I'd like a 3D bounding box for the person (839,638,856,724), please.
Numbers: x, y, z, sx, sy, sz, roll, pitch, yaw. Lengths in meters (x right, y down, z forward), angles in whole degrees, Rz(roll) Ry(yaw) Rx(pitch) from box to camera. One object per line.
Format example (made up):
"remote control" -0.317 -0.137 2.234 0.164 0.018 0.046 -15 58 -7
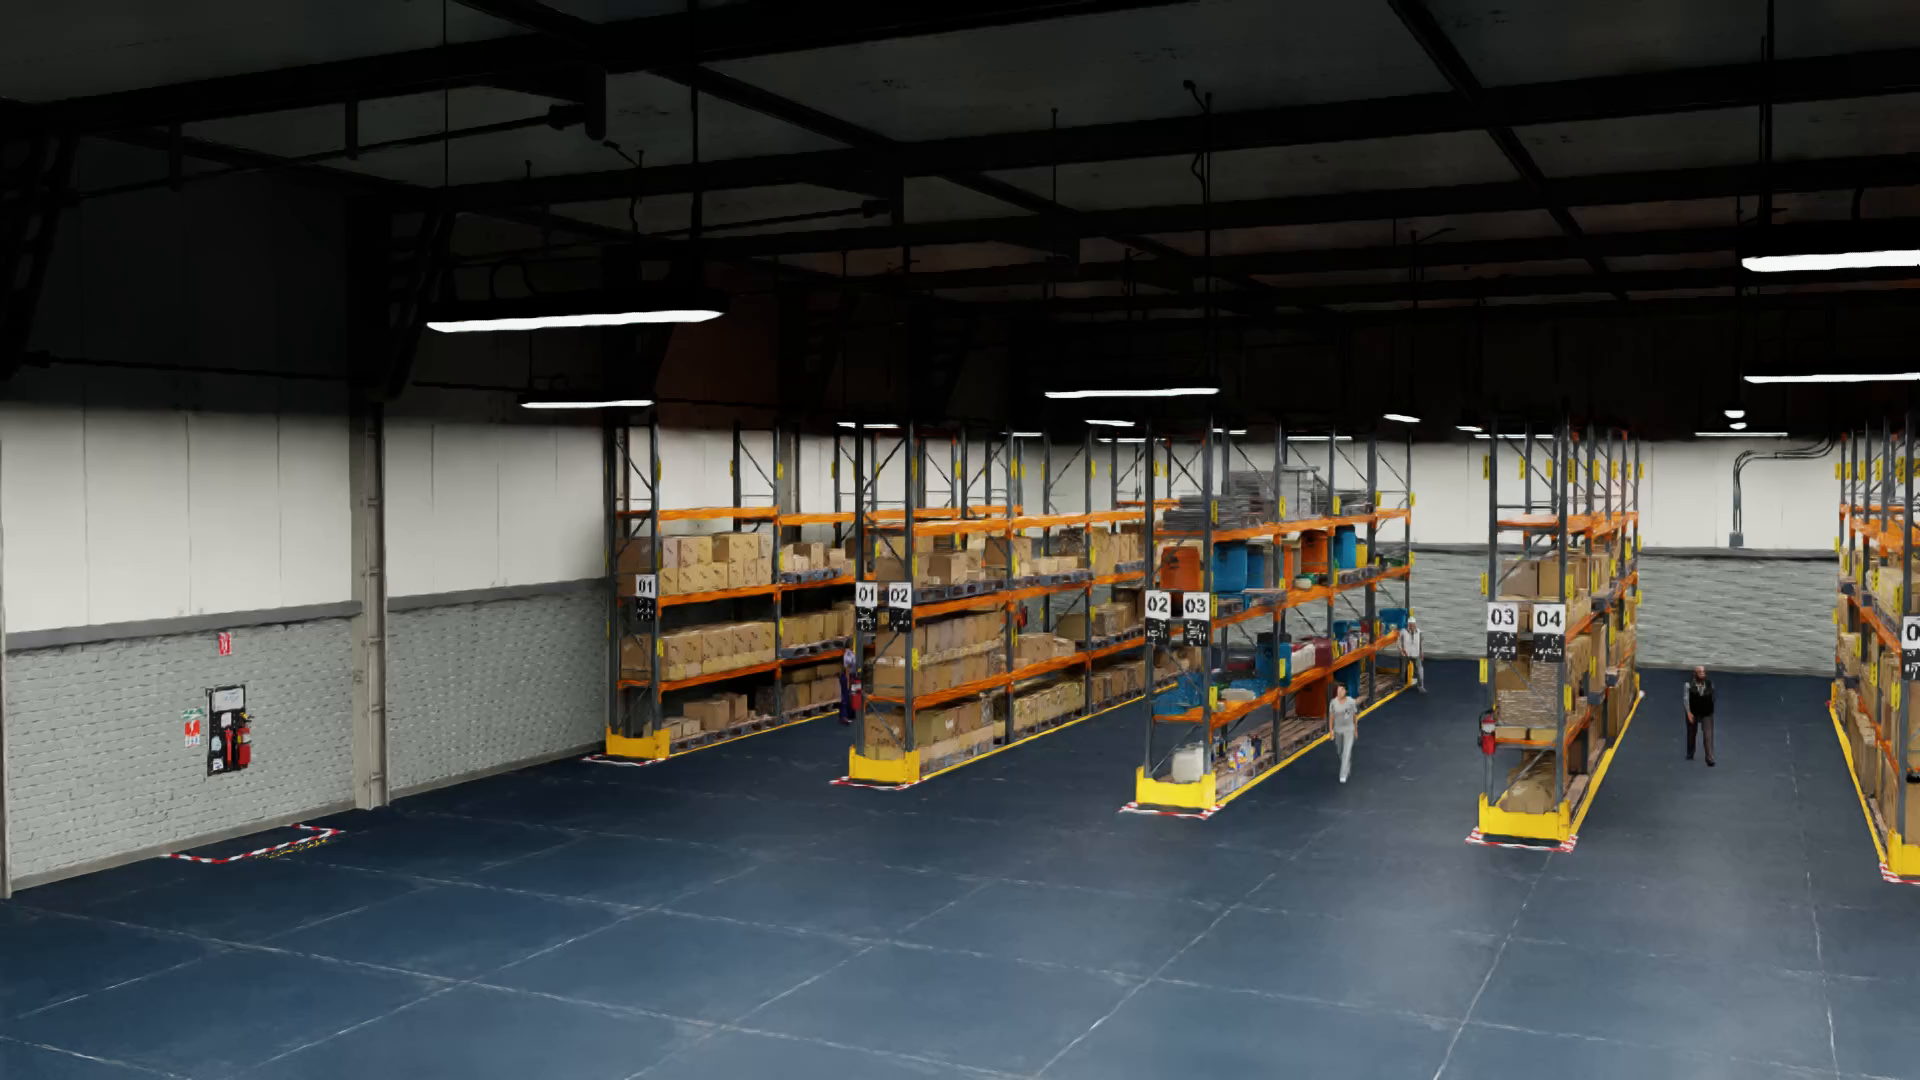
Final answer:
"person" -2.162 2.779 32.965 0.445 1.657 0.577 0 2 0

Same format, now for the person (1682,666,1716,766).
"person" 12.575 2.960 28.304 0.538 1.645 1.005 1 3 17

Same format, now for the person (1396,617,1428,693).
"person" 10.141 2.563 37.436 0.661 1.704 0.844 0 2 8

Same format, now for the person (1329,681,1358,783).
"person" 6.155 3.062 26.793 0.446 1.590 1.099 1 3 28
